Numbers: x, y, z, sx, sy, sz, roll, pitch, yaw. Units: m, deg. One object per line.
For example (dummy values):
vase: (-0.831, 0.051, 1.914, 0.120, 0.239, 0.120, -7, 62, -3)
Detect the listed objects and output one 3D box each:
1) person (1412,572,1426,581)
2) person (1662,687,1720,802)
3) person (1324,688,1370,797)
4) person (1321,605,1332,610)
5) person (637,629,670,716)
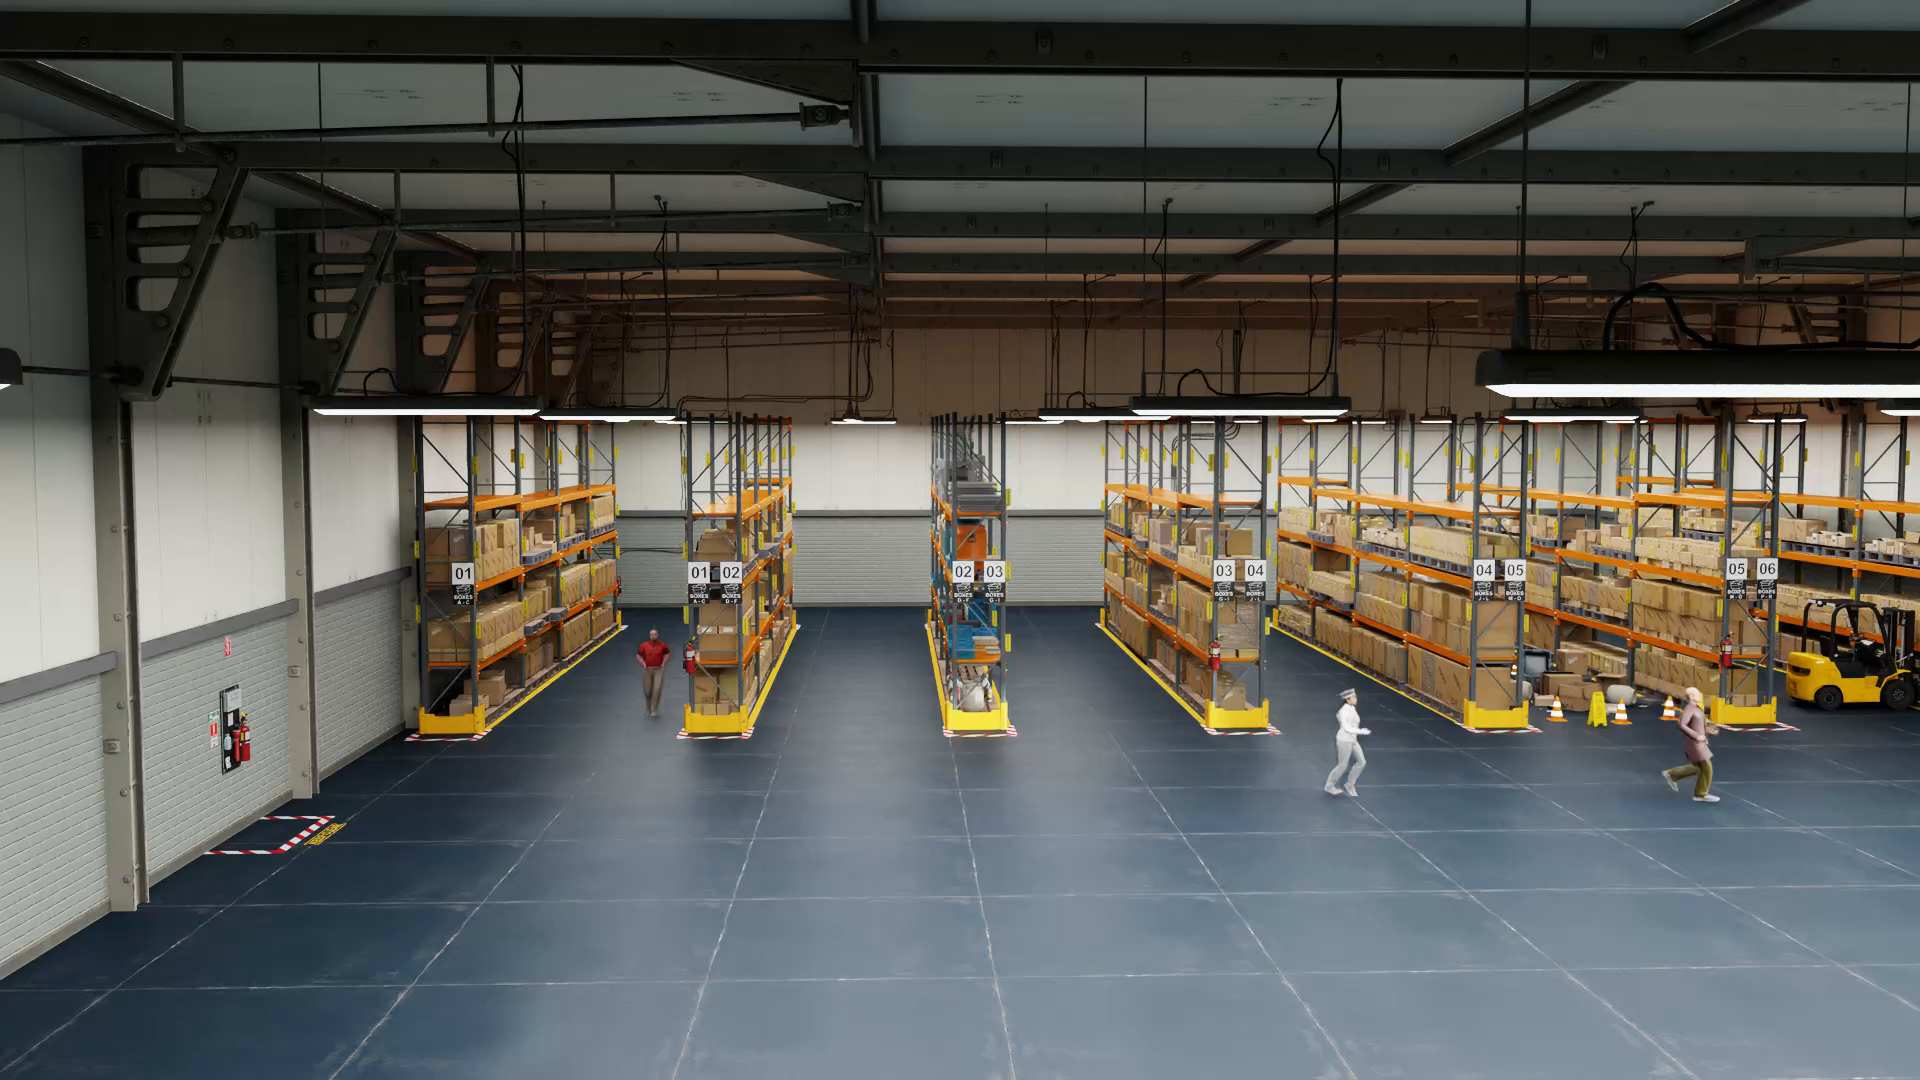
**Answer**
person: (13.460, 1.526, 49.254, 0.730, 1.724, 0.607, 0, 4, 0)
person: (11.199, 3.120, 25.457, 0.833, 1.736, 0.716, 2, 4, 29)
person: (6.002, 3.146, 25.687, 0.698, 1.743, 0.625, 2, 4, 27)
person: (10.800, 1.546, 48.816, 0.672, 1.751, 0.619, -1, 4, -21)
person: (-6.087, 2.621, 33.063, 0.660, 1.699, 0.719, -1, 4, -12)
